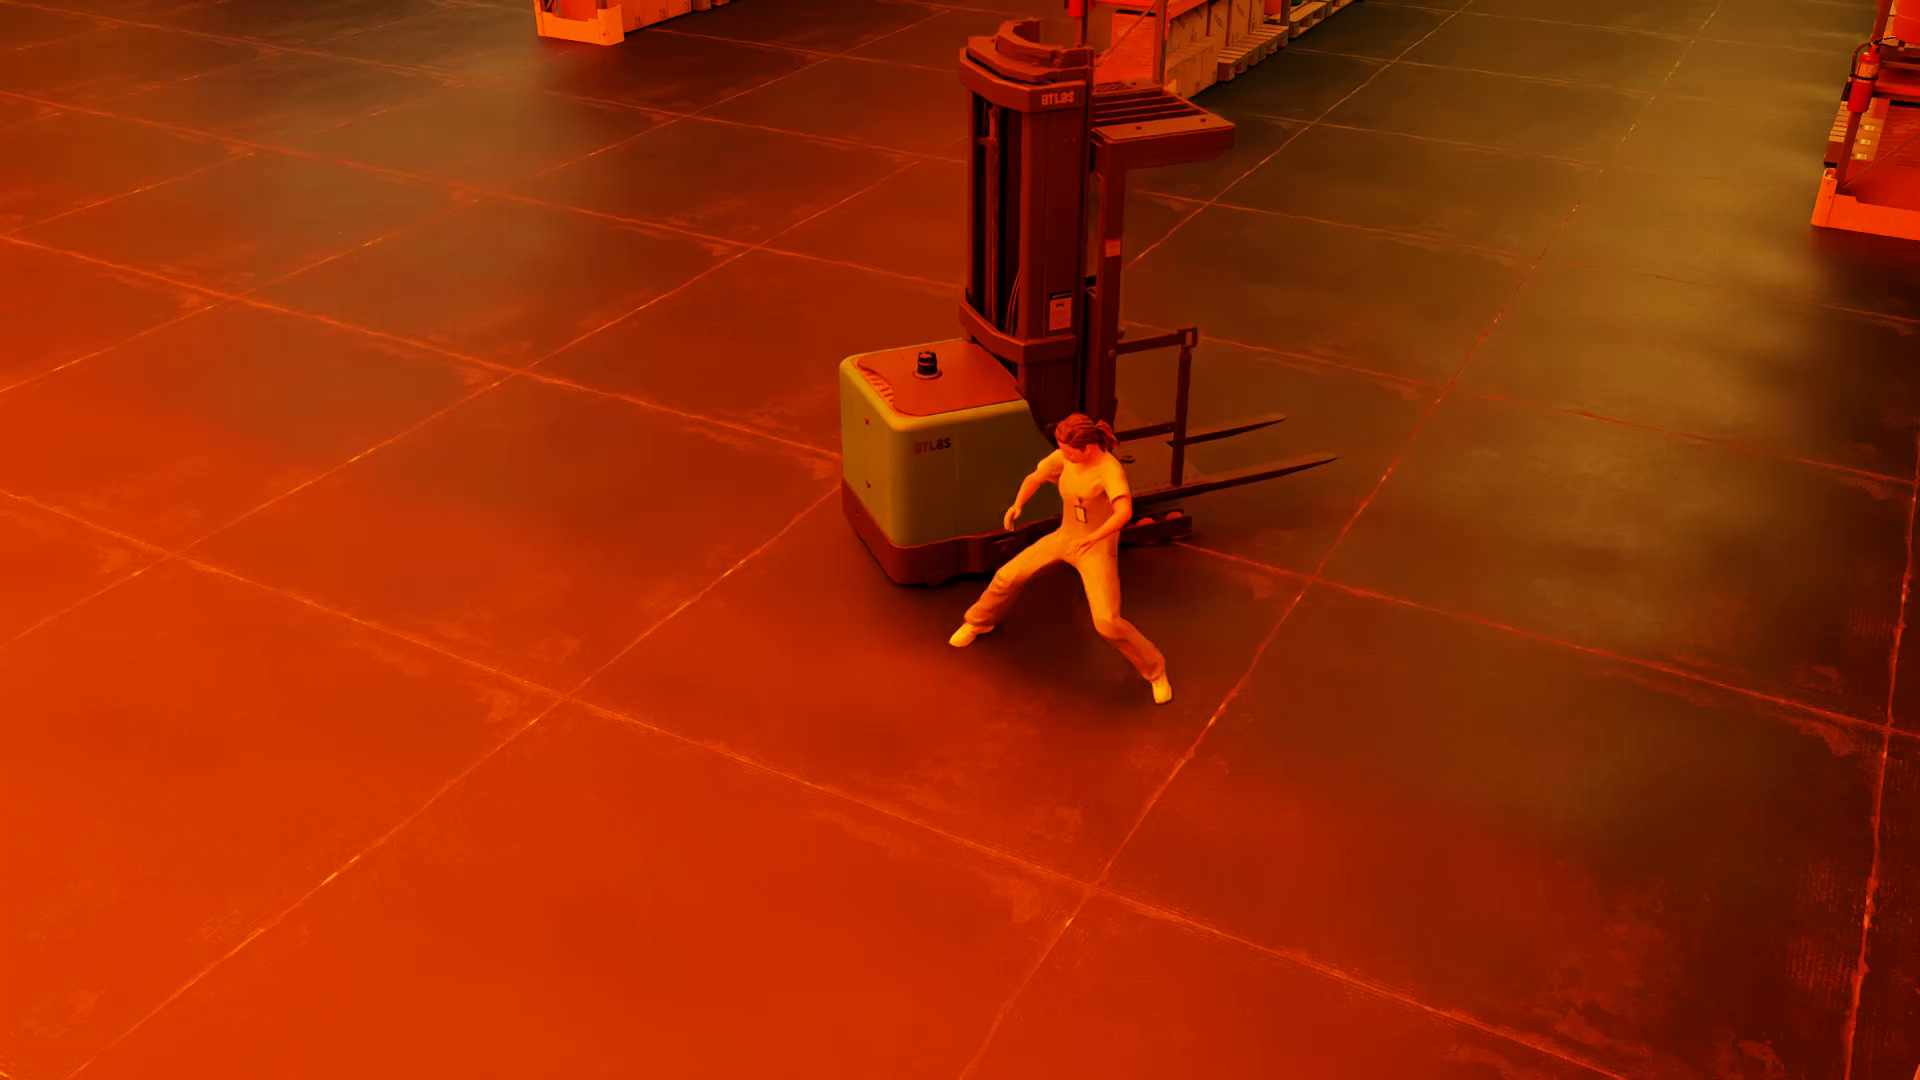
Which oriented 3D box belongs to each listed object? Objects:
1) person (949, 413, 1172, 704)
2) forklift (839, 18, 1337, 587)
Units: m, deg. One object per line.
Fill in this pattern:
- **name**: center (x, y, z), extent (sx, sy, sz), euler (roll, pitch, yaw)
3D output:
- **person**: center (0.541, 0.056, 8.448), extent (0.688, 1.463, 1.218), euler (-21, 36, -32)
- **forklift**: center (0.849, -1.467, 9.612), extent (3.031, 2.935, 1.130), euler (-11, 32, -19)
